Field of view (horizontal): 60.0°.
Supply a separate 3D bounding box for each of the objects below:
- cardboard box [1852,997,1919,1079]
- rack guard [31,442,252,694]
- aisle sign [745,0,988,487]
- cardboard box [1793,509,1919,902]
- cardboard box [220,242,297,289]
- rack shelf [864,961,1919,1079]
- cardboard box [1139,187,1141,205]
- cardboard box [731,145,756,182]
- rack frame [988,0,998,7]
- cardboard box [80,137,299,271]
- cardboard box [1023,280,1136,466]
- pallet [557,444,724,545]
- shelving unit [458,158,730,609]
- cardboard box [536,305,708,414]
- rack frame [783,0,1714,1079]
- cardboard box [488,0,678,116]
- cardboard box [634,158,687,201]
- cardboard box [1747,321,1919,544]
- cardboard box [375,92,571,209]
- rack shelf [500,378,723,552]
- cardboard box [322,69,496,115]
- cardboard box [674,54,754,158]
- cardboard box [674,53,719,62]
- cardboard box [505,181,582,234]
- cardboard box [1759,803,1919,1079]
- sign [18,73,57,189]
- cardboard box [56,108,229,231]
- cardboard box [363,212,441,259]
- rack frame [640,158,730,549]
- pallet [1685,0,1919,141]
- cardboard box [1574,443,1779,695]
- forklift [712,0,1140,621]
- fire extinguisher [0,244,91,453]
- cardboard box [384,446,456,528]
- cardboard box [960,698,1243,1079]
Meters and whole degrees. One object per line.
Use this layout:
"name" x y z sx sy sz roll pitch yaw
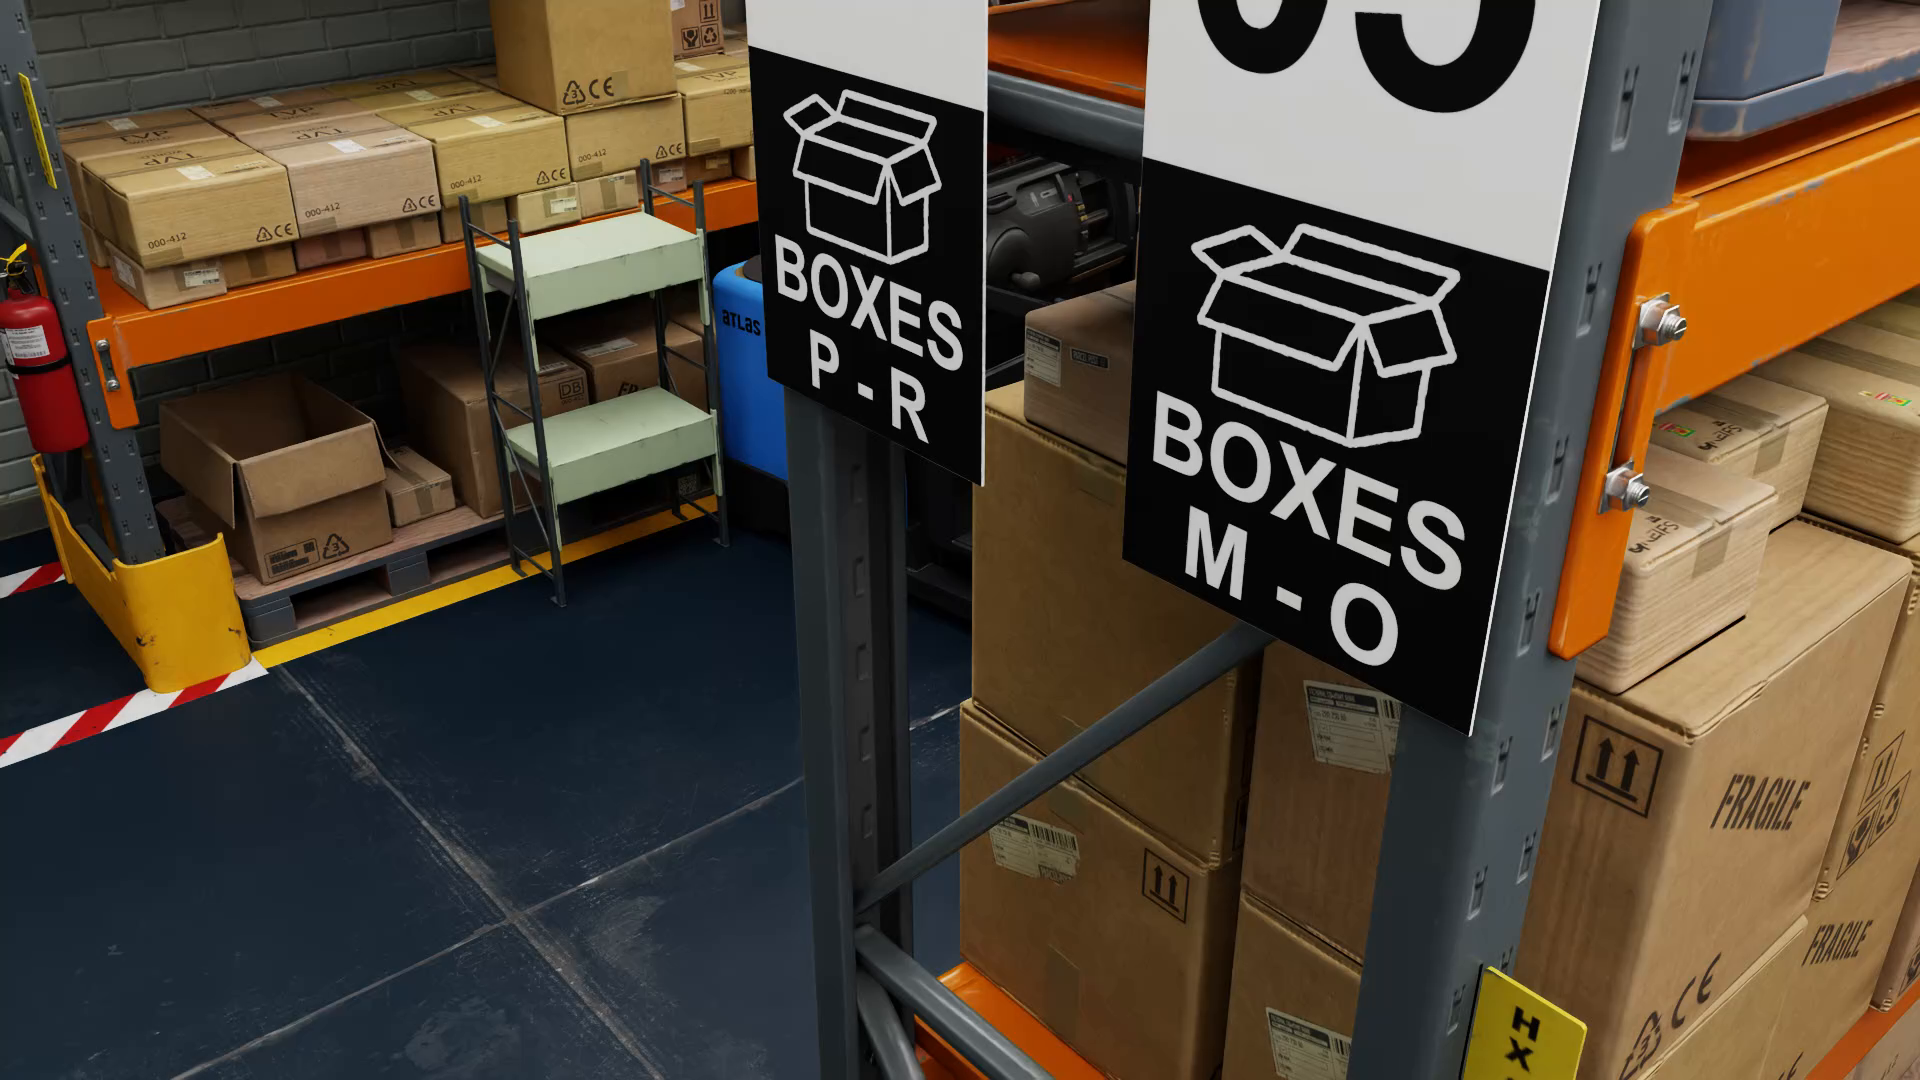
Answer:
"cardboard box" 1.967 0.910 4.137 0.875 0.438 0.875 -23 36 -36
"rack guard" -3.014 0.062 6.103 0.348 0.500 1.175 -22 35 -35
"aisle sign" -0.104 -0.474 1.697 0.004 0.787 0.394 -22 35 -35
"cardboard box" 1.091 0.071 2.267 0.500 0.500 0.500 -23 36 -36
"cardboard box" -2.481 -1.003 5.711 0.250 0.149 0.380 -21 35 -34
"rack shelf" 1.674 0.467 3.457 4.000 0.370 1.077 -22 35 -35
"cardboard box" 0.765 -1.819 8.490 0.250 0.149 0.380 -24 36 -37
"cardboard box" -0.867 -1.608 6.842 0.250 0.149 0.380 -22 35 -36
"rack frame" -0.029 -2.241 7.761 0.127 3.000 1.000 -22 35 -35
"cardboard box" -2.552 -1.124 5.515 0.500 0.250 0.500 -22 35 -35
"cardboard box" 0.295 -0.191 2.070 0.250 0.149 0.380 -21 35 -34
"pallet" -1.481 -0.426 7.323 1.213 0.211 1.003 -22 35 -35
"shelving unit" -1.344 -0.589 6.261 0.755 1.500 0.431 -22 35 -35
"cardboard box" -1.403 -0.626 6.946 0.500 0.500 0.500 -21 35 -34
"rack frame" 0.150 0.760 2.145 0.053 2.616 0.949 -22 35 -35
"cardboard box" -1.411 -1.914 6.197 0.500 0.500 0.500 -21 35 -34
"cardboard box" -1.293 -1.476 6.596 0.250 0.149 0.380 -22 35 -35
"cardboard box" 1.027 -0.163 2.018 0.250 0.149 0.380 -21 34 -33
"cardboard box" -1.785 -1.435 6.096 0.500 0.250 0.500 -23 36 -36
"rack shelf" -1.344 -0.302 6.415 0.720 0.370 0.431 -22 35 -35
"cardboard box" -2.122 -1.625 6.452 0.500 0.250 0.500 -21 34 -33
"cardboard box" -1.018 -1.756 6.697 0.500 0.250 0.500 -22 35 -35
"cardboard box" -1.352 -1.938 7.038 0.500 0.250 0.500 -21 35 -34
"cardboard box" -1.632 -1.285 6.238 0.250 0.149 0.380 -23 36 -36
"cardboard box" 1.070 0.509 2.509 0.500 0.500 0.500 -22 35 -36
"sign" -2.720 -1.204 4.903 0.005 0.325 0.100 -22 35 -35
"cardboard box" -2.895 -1.318 5.877 0.500 0.250 0.500 -21 34 -34
"cardboard box" -2.071 -1.151 5.988 0.250 0.149 0.380 -21 34 -33
"rack frame" -1.066 -0.701 6.471 0.023 1.500 0.400 -22 35 -35
"pallet" 0.710 -0.753 1.888 1.213 0.211 1.003 -22 35 -35
"cardboard box" 0.602 -0.019 1.748 0.250 0.149 0.380 -21 35 -34
"forklift" 0.472 -1.102 5.702 3.031 2.935 1.130 22 35 35
"fire extinguisher" -2.884 -0.608 5.183 0.183 0.674 0.296 -22 35 -35
"cardboard box" -2.197 -0.214 6.547 0.250 0.149 0.380 -24 36 -37
"cardboard box" 0.347 0.475 2.573 0.500 0.500 0.500 -22 35 -35
